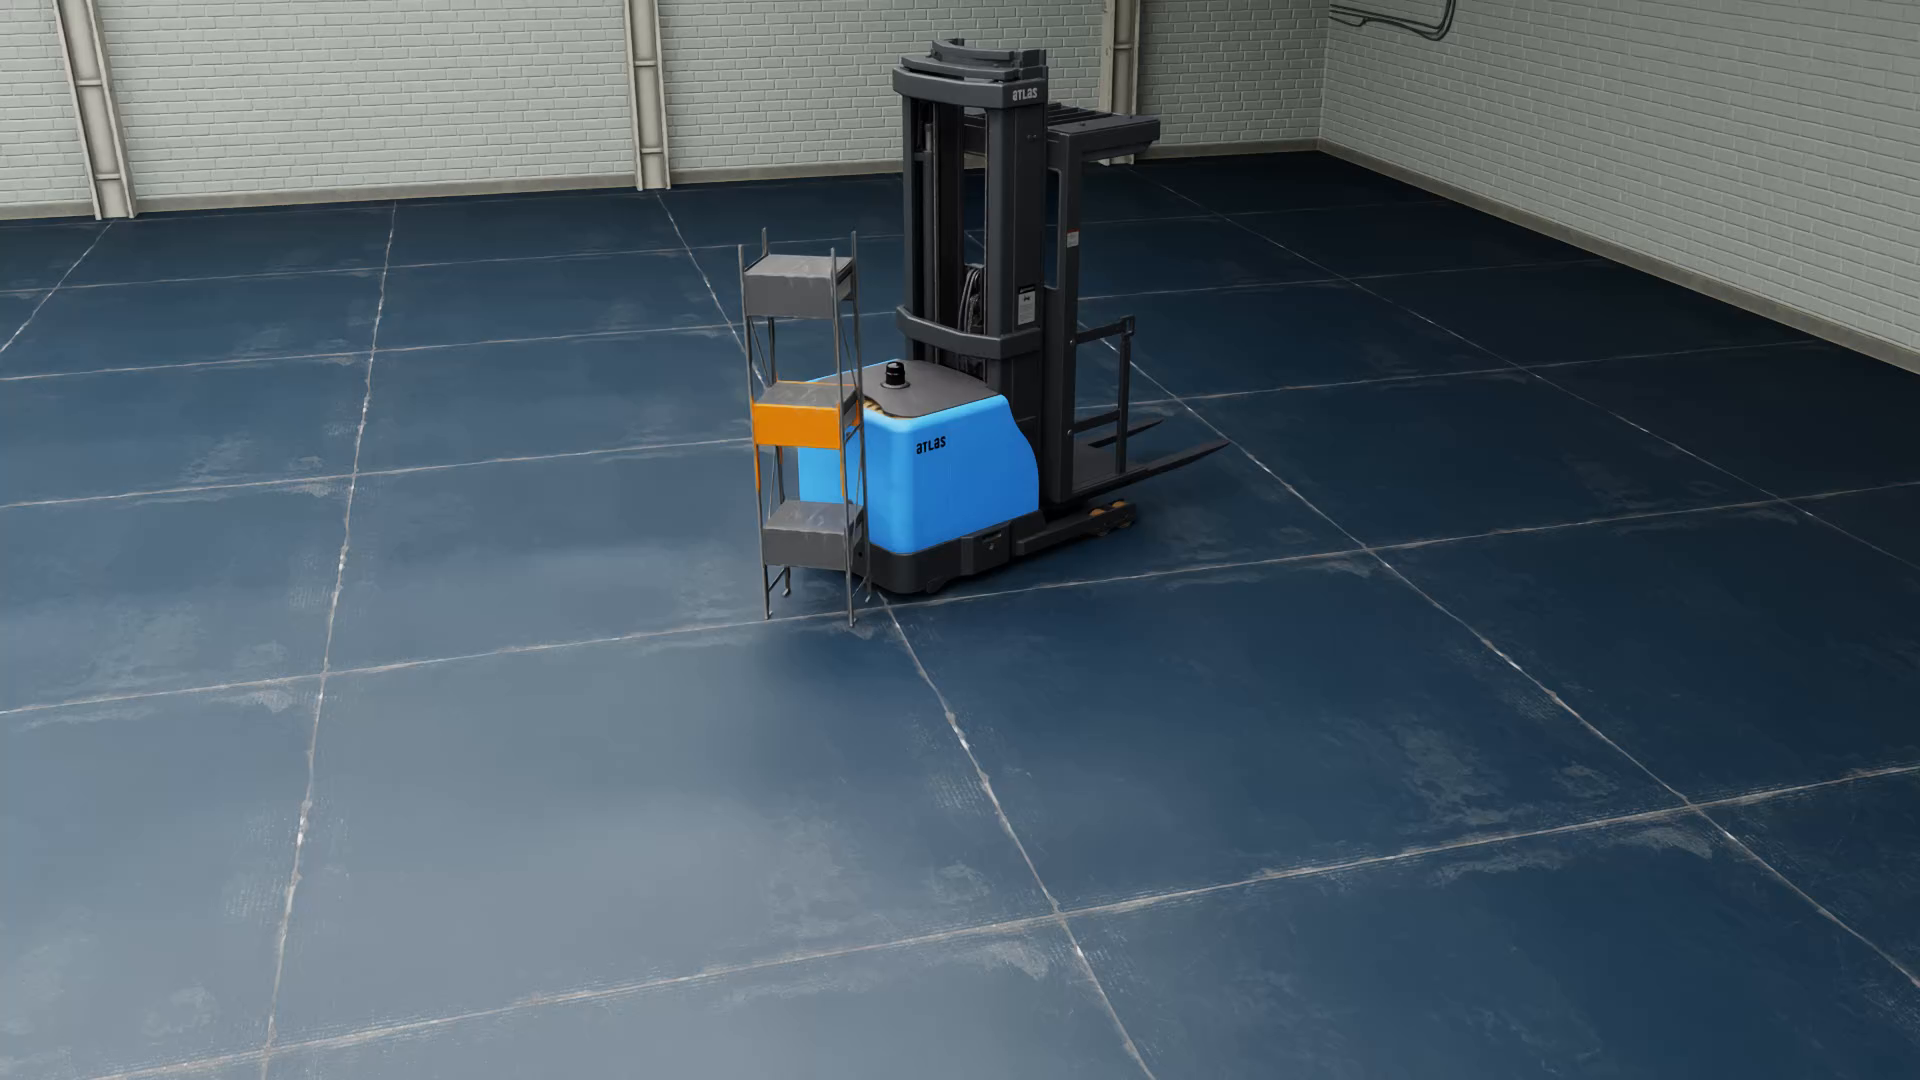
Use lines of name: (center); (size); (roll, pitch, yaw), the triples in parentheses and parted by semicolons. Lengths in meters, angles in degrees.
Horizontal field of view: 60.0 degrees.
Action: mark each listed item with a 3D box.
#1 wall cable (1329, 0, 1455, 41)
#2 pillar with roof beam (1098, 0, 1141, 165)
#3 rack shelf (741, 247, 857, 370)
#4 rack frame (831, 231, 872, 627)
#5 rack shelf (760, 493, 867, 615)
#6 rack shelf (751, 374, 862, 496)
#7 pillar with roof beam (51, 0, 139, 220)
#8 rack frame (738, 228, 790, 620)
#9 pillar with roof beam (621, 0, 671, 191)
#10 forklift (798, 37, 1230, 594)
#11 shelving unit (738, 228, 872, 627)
wall cable: (5.232, -7.460, 20.161); (0.112, 2.526, 3.097); (-6, 24, -14)
pillar with roof beam: (3.202, -7.441, 16.179); (0.400, 9.000, 9.100); (-6, 24, -14)
rack shelf: (-0.823, -1.209, 8.647); (0.480, 0.518, 0.431); (4, 24, 12)
rack frame: (-0.572, -0.563, 8.872); (0.015, 2.100, 0.400); (4, 24, 12)
rack shelf: (-0.797, 0.073, 9.209); (0.480, 0.518, 0.431); (4, 24, 12)
rack shelf: (-0.810, -0.568, 8.928); (0.480, 0.518, 0.431); (4, 24, 12)
pillar with roof beam: (-8.352, -6.162, 13.200); (0.400, 9.000, 9.100); (-6, 24, -14)
rack frame: (-1.048, -0.598, 8.974); (0.015, 2.100, 0.400); (4, 24, 12)
pillar with roof beam: (-2.575, -6.802, 14.689); (0.400, 9.000, 9.100); (-6, 24, -14)
forklift: (0.469, -1.509, 10.051); (3.031, 2.935, 1.130); (-19, 30, -37)
shelving unit: (-0.810, -0.580, 8.923); (0.503, 2.100, 0.431); (4, 24, 12)
